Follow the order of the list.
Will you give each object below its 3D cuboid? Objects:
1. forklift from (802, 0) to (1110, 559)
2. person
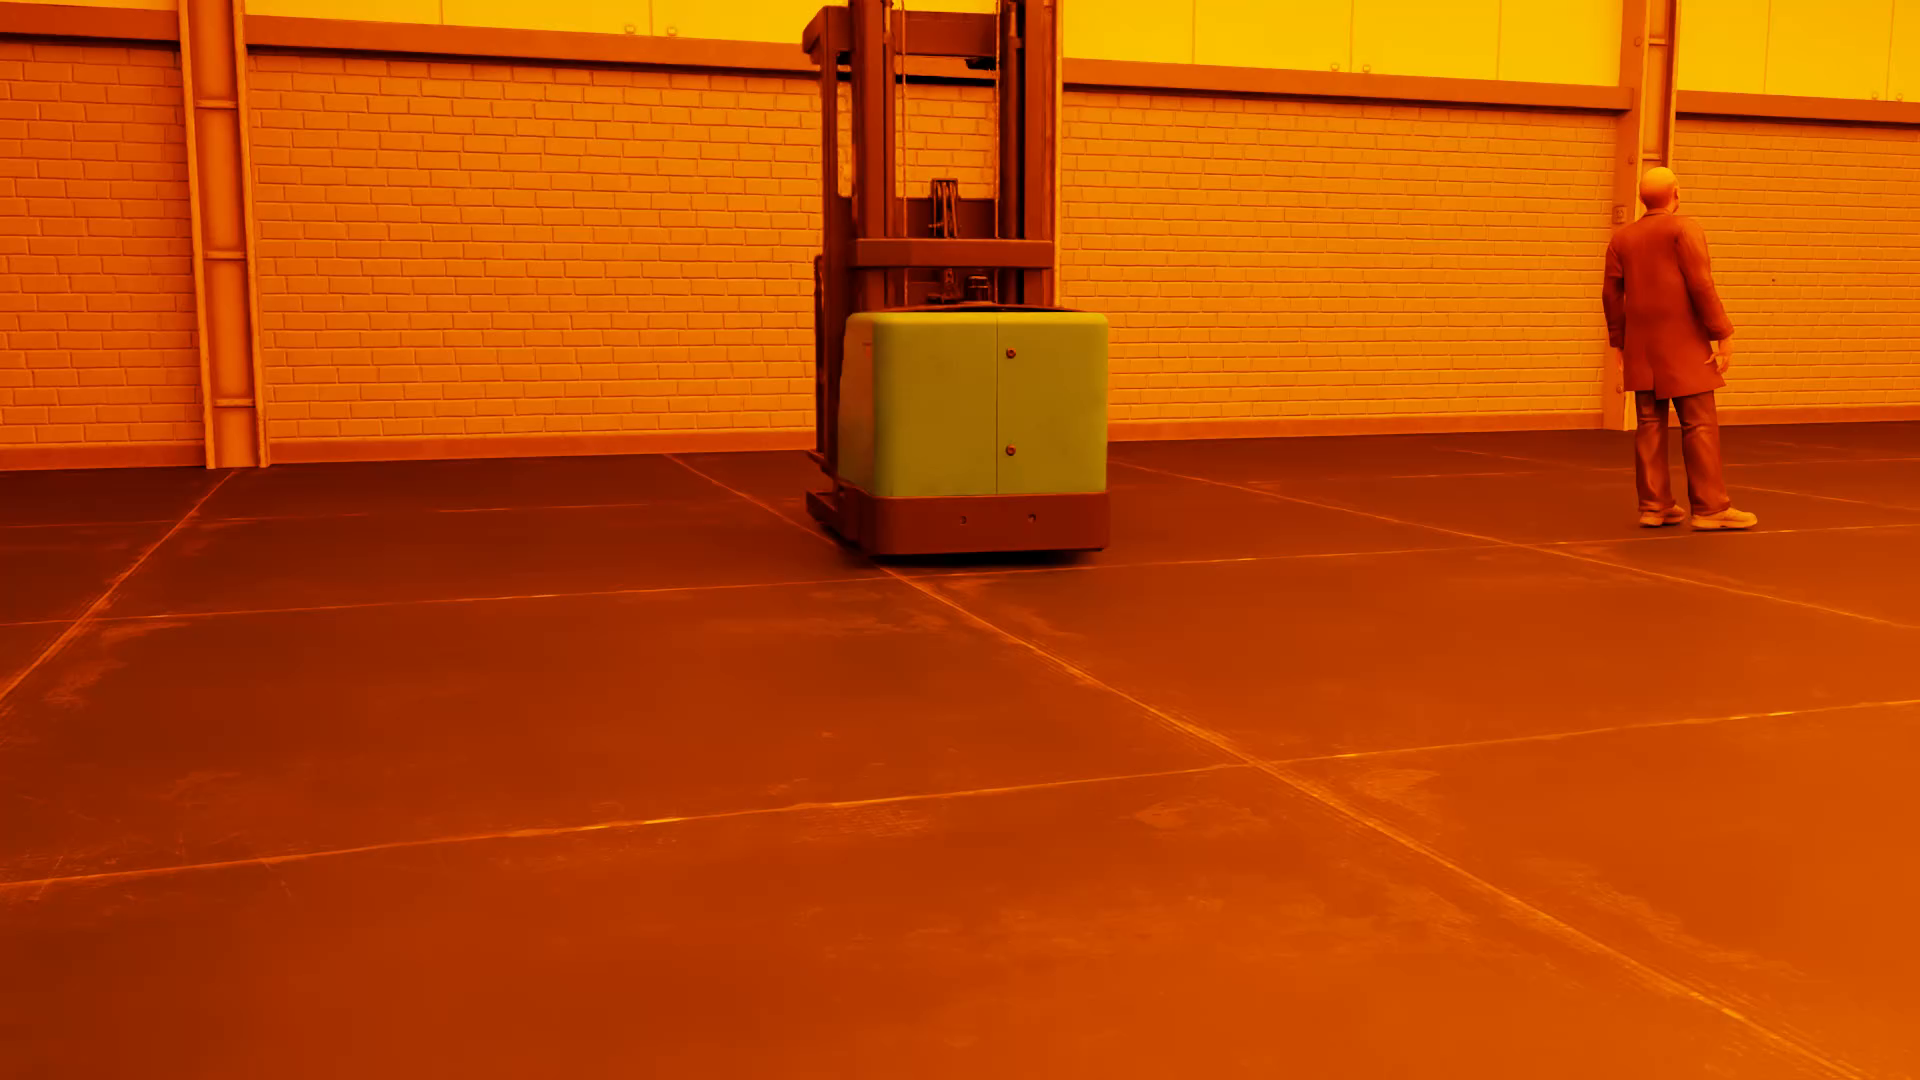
[{"bbox_3d":[-0.181,-1.530,8.301,1.130,2.935,3.031,-2,8,-13],"label":"forklift"},{"bbox_3d":[3.601,-0.960,8.337,0.582,1.775,0.695,-4,9,-29],"label":"person"}]
